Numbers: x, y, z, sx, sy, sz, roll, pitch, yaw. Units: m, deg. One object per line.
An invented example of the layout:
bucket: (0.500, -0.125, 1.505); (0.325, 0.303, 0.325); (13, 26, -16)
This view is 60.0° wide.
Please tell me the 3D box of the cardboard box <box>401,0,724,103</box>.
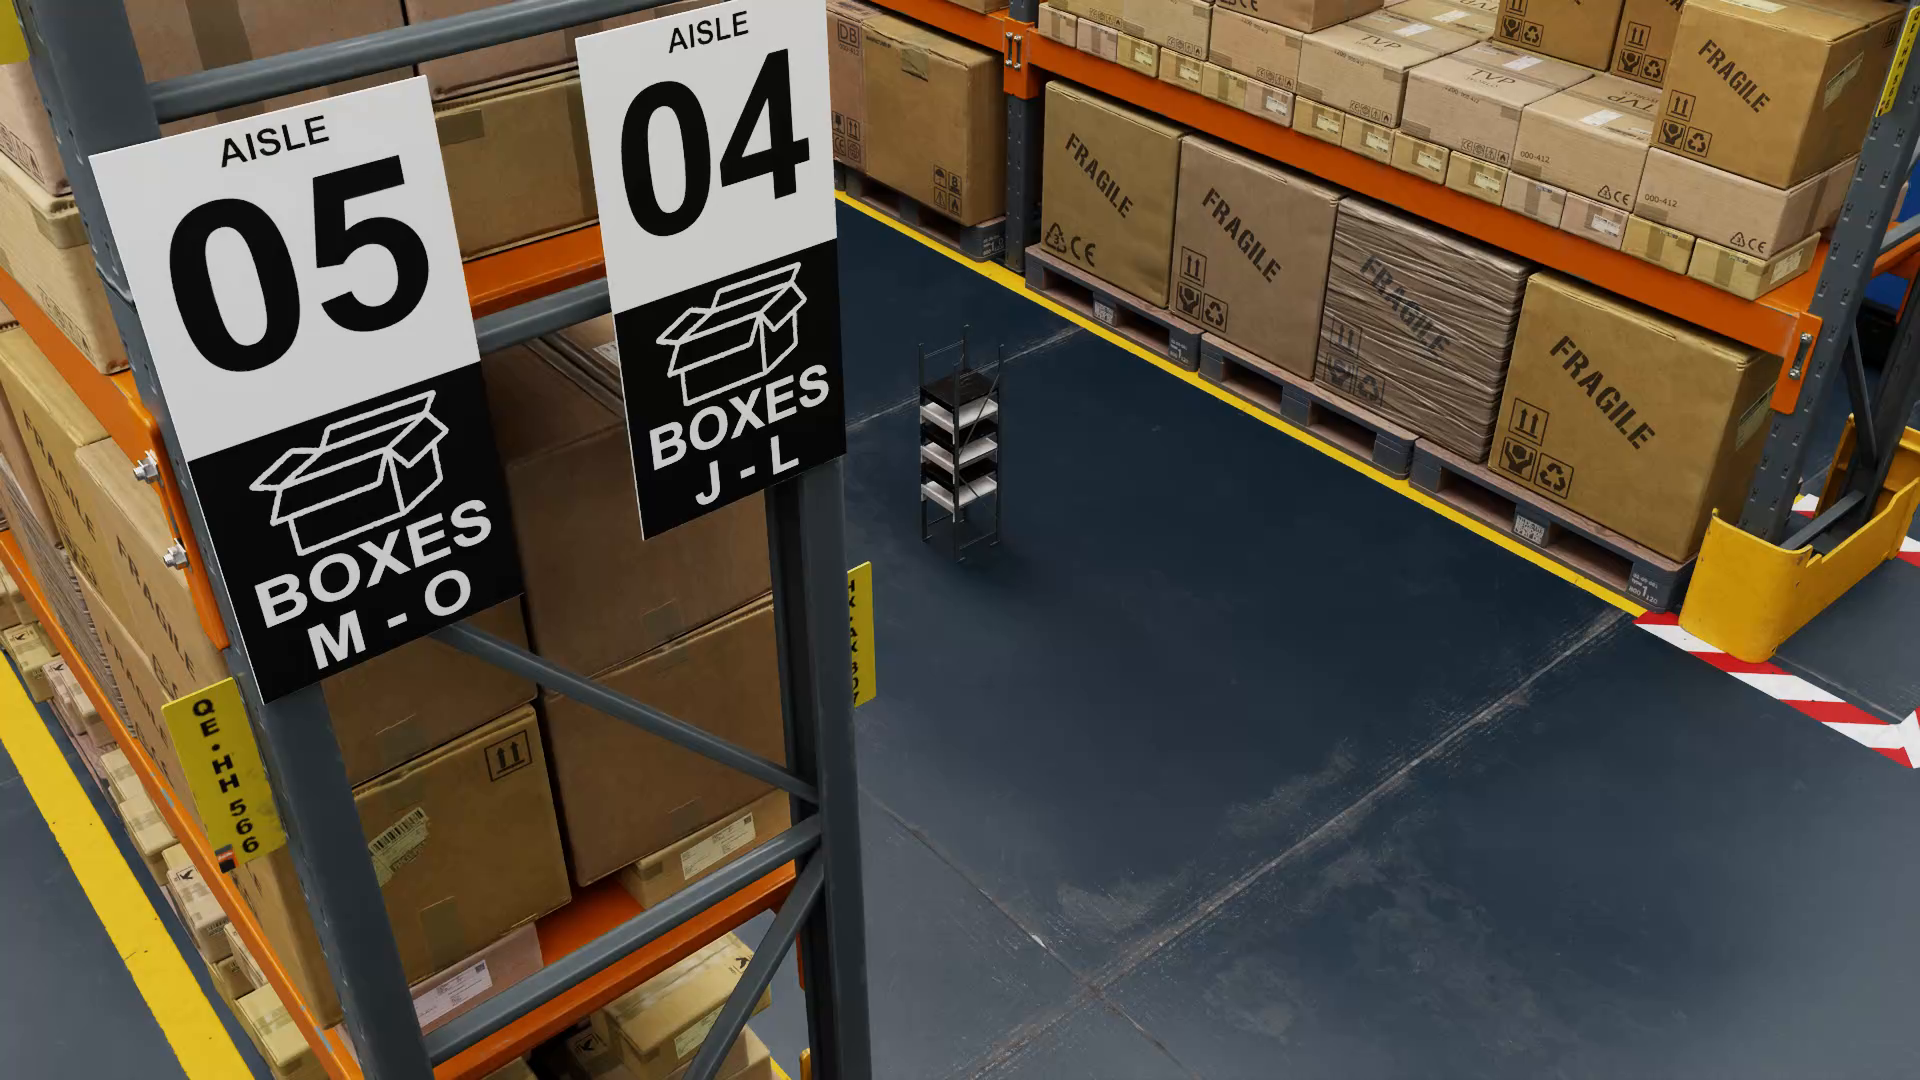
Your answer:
cardboard box: (-0.709, -0.915, 2.549); (0.500, 0.250, 0.500); (-25, 42, -31)

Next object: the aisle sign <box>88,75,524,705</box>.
aisle sign: (-0.800, -0.170, 2.146); (0.394, 0.787, 0.004); (-26, 43, -32)

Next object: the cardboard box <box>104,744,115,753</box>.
cardboard box: (-2.636, 0.554, 5.475); (0.380, 0.149, 0.250); (-27, 43, -33)

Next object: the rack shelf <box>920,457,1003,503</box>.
rack shelf: (0.005, -0.263, 6.556); (0.258, 0.077, 0.200); (-26, 43, -32)

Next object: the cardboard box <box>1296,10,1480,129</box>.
cardboard box: (1.726, -1.911, 6.725); (0.500, 0.250, 0.500); (-26, 43, -32)

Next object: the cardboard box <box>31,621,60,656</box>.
cardboard box: (-2.978, 0.209, 5.706); (0.380, 0.149, 0.250); (-26, 43, -31)

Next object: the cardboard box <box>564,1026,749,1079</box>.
cardboard box: (-0.760, 1.290, 4.179); (0.380, 0.149, 0.250); (-24, 42, -30)

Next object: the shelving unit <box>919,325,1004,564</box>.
shelving unit: (0.005, -0.364, 6.485); (0.258, 0.900, 0.210); (-26, 43, -32)

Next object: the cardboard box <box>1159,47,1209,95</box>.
cardboard box: (1.103, -2.120, 7.365); (0.380, 0.149, 0.250); (-27, 44, -33)

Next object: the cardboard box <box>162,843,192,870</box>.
cardboard box: (-2.009, 0.918, 4.704); (0.380, 0.149, 0.250); (-24, 42, -30)

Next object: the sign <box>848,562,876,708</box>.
sign: (-0.204, 0.191, 3.136); (0.100, 0.325, 0.005); (-26, 43, -32)

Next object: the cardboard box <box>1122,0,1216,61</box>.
cardboard box: (1.075, -2.358, 7.357); (0.500, 0.250, 0.500); (-26, 43, -32)

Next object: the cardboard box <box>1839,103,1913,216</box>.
cardboard box: (3.133, -1.432, 6.048); (0.500, 0.250, 0.500); (-27, 43, -33)

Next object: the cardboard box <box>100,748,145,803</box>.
cardboard box: (-2.347, 0.689, 5.028); (0.380, 0.149, 0.250); (-26, 43, -32)

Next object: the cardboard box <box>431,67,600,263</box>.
cardboard box: (-0.713, -0.710, 2.691); (0.500, 0.250, 0.500); (-24, 42, -30)

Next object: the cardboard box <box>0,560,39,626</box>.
cardboard box: (-3.003, 0.103, 5.598); (0.380, 0.149, 0.250); (-24, 42, -30)

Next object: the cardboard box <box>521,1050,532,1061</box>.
cardboard box: (-1.272, 1.224, 4.015); (0.380, 0.149, 0.250); (-25, 42, -31)

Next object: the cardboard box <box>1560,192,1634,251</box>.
cardboard box: (2.424, -1.217, 6.090); (0.380, 0.149, 0.250); (-26, 43, -32)

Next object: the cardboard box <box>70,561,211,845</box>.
cardboard box: (-1.433, 0.253, 3.454); (0.500, 0.500, 0.500); (-27, 43, -32)

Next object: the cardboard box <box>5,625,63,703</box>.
cardboard box: (-3.038, 0.371, 5.735); (0.380, 0.149, 0.250); (-25, 42, -31)

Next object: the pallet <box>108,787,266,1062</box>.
pallet: (-1.947, 0.941, 5.239); (1.003, 0.211, 1.213); (-26, 43, -32)

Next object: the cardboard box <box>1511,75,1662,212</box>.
cardboard box: (2.394, -1.458, 6.086); (0.500, 0.250, 0.500); (-27, 43, -33)

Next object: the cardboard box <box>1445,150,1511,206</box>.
cardboard box: (2.095, -1.441, 6.407); (0.380, 0.149, 0.250); (-27, 43, -33)

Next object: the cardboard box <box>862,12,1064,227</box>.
cardboard box: (0.226, -2.404, 9.024); (1.225, 0.875, 0.875); (-26, 43, -32)

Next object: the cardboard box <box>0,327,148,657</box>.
cardboard box: (-1.430, -0.157, 3.167); (0.500, 0.500, 0.500); (-28, 44, -33)

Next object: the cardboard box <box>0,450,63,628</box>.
cardboard box: (-2.082, -0.192, 4.081); (0.500, 0.500, 0.500); (-24, 42, -30)

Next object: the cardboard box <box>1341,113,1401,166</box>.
cardboard box: (1.768, -1.666, 6.724); (0.380, 0.149, 0.250); (-25, 42, -31)

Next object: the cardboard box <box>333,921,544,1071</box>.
cardboard box: (-1.044, 0.811, 3.227); (0.380, 0.149, 0.250); (-26, 43, -32)

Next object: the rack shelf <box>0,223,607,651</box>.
rack shelf: (-1.909, -1.067, 3.688); (1.077, 0.370, 4.000); (-26, 43, -32)

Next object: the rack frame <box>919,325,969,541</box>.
rack frame: (-0.060, -0.409, 6.548); (0.240, 0.900, 0.006); (-26, 43, -32)

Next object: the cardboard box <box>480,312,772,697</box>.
cardboard box: (-0.705, -0.121, 3.116); (0.500, 0.500, 0.500); (-26, 43, -32)

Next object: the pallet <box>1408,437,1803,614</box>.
pallet: (2.660, -0.245, 6.913); (1.003, 0.211, 1.213); (-26, 43, -32)

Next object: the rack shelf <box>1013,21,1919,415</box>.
rack shelf: (1.945, -1.648, 7.104); (1.077, 0.370, 4.000); (-26, 43, -32)

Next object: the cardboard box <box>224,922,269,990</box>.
cardboard box: (-1.654, 1.019, 4.304); (0.380, 0.149, 0.250); (-28, 44, -33)

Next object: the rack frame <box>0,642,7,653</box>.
rack frame: (-3.199, -1.019, 5.594); (1.000, 3.000, 0.127); (-26, 43, -32)

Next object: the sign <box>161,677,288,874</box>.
sign: (-1.055, 0.343, 2.395); (0.100, 0.325, 0.005); (-26, 43, -32)

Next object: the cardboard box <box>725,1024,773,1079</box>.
cardboard box: (-0.712, 1.388, 4.298); (0.380, 0.149, 0.250); (-25, 42, -31)

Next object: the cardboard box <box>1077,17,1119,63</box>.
cardboard box: (0.761, -2.352, 7.692); (0.380, 0.149, 0.250); (-28, 44, -33)

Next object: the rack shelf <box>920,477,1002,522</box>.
rack shelf: (0.005, -0.190, 6.608); (0.258, 0.077, 0.200); (-26, 43, -32)

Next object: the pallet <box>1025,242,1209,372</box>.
pallet: (1.086, -1.322, 8.434); (1.003, 0.211, 1.213); (-26, 43, -32)

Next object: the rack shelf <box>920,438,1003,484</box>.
rack shelf: (0.005, -0.336, 6.504); (0.258, 0.077, 0.200); (-26, 43, -32)

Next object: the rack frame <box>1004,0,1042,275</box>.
rack frame: (0.655, -2.825, 8.143); (1.000, 3.000, 0.127); (-26, 43, -32)

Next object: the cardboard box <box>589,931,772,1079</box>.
cardboard box: (-0.697, 1.138, 4.137); (0.380, 0.149, 0.250); (-28, 44, -34)

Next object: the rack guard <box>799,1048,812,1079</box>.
rack guard: (-0.667, 1.733, 3.870); (1.175, 0.500, 0.348); (-26, 43, -32)

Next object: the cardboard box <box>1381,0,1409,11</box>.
cardboard box: (1.806, -2.335, 7.324); (0.500, 0.250, 0.500); (-25, 42, -31)

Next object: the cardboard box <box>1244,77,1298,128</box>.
cardboard box: (1.428, -1.895, 7.048); (0.380, 0.149, 0.250); (-25, 43, -31)

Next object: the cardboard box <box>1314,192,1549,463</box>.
cardboard box: (2.175, -1.018, 7.066); (0.875, 0.875, 0.875); (-26, 43, -32)

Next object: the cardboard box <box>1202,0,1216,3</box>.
cardboard box: (1.080, -2.664, 7.139); (0.500, 0.500, 0.500); (-26, 43, -32)

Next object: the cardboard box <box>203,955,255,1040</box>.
cardboard box: (-1.847, 1.166, 4.611); (0.380, 0.149, 0.250); (-28, 44, -34)

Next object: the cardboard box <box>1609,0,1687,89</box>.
cardboard box: (2.810, -1.958, 6.143); (0.500, 0.500, 0.500); (-27, 43, -33)

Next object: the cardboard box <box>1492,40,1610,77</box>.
cardboard box: (2.471, -1.882, 6.684); (0.500, 0.250, 0.500); (-28, 44, -33)

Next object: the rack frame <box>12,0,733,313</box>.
rack frame: (-0.618, -1.702, 1.367); (1.000, 3.000, 0.127); (-26, 43, -32)

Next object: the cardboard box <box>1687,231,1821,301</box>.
cardboard box: (2.755, -0.991, 5.771); (0.380, 0.149, 0.250); (-25, 42, -31)

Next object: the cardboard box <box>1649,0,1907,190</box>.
cardboard box: (2.721, -1.542, 5.555); (0.500, 0.500, 0.500); (-25, 43, -31)

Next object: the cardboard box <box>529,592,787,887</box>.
cardboard box: (-0.697, 0.283, 3.411); (0.500, 0.500, 0.500); (-24, 42, -30)

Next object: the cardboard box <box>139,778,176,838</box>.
cardboard box: (-2.146, 0.659, 4.813); (0.380, 0.149, 0.250); (-26, 43, -32)

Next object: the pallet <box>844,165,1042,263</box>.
pallet: (0.099, -1.999, 9.390); (1.003, 0.211, 1.213); (-26, 43, -32)

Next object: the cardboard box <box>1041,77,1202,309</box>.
cardboard box: (1.020, -1.808, 8.182); (0.875, 0.875, 0.875); (-26, 43, -32)

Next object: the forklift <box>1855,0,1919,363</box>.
forklift: (4.220, -2.617, 7.909); (1.130, 2.935, 3.031); (-23, 41, -29)
